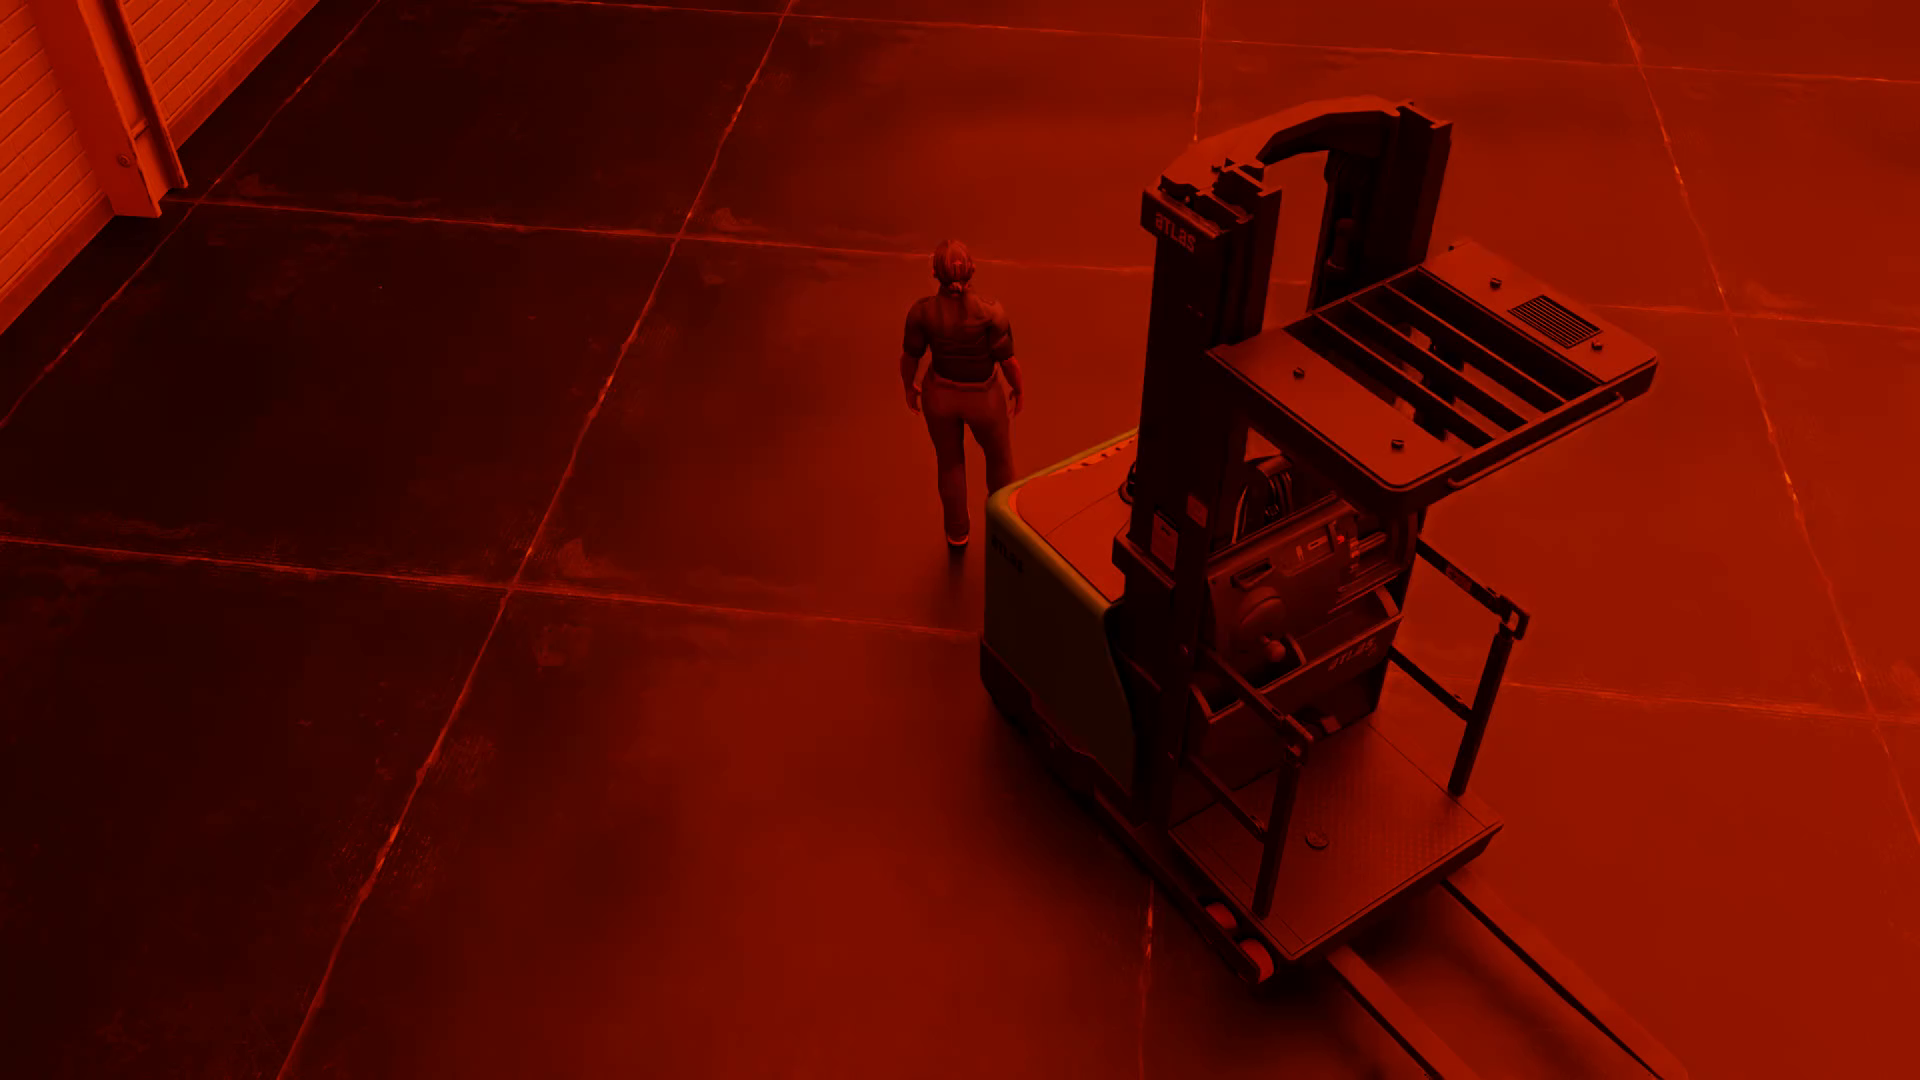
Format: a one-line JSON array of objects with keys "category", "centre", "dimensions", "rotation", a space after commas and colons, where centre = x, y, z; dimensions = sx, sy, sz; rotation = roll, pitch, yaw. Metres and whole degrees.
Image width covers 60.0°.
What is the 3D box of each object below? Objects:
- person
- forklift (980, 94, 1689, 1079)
[{"category": "person", "centre": [0.034, -0.674, 7.397], "dimensions": [0.565, 1.656, 0.494], "rotation": [5, 43, 6]}, {"category": "forklift", "centre": [1.328, 0.176, 5.532], "dimensions": [1.130, 2.935, 3.031], "rotation": [-25, 48, -24]}]
